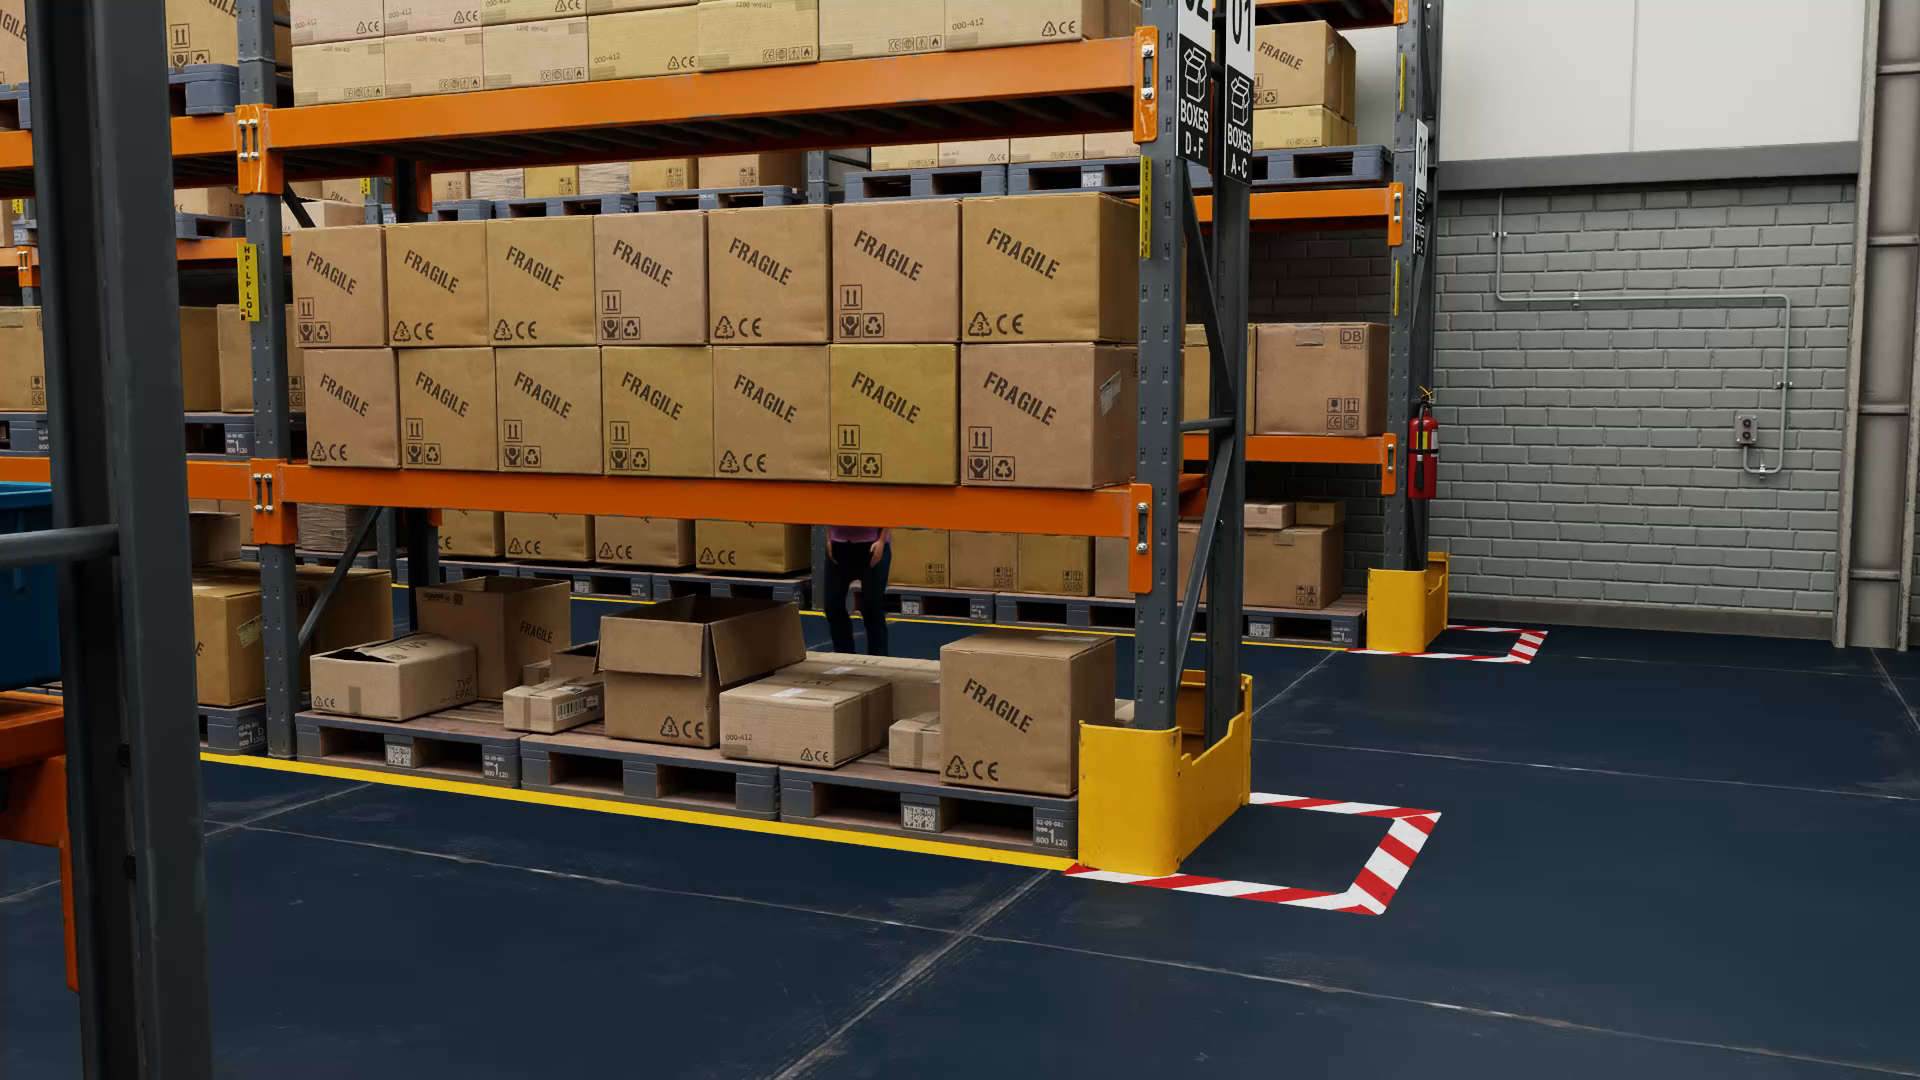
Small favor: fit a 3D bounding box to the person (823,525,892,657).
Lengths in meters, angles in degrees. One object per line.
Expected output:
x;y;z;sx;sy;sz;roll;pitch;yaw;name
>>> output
-0.526;0.031;8.882;0.423;1.567;0.368;3;6;25;person
